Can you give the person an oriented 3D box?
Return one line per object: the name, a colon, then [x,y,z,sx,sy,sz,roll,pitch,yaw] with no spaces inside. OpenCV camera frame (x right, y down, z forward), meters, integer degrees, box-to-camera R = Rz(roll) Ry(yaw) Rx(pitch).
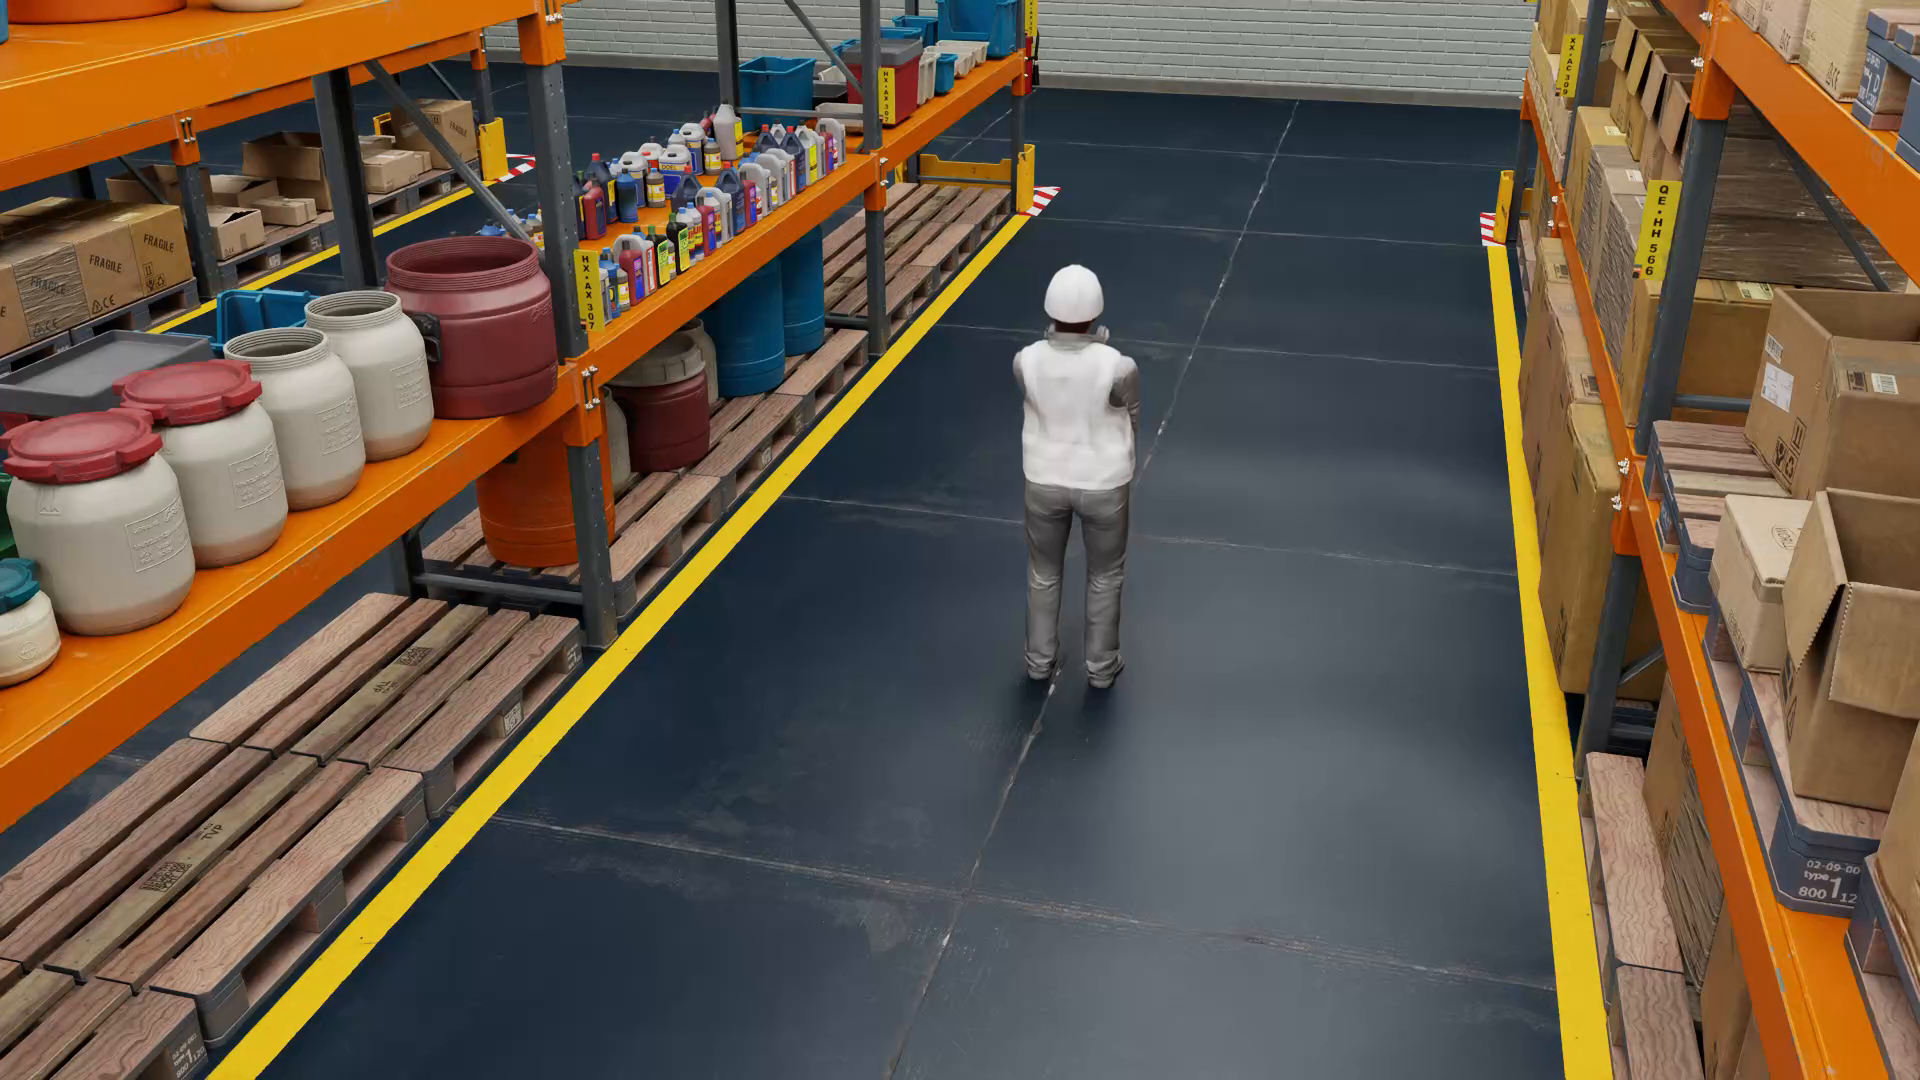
person: [0.473,-0.282,6.688,0.494,1.763,0.549,7,26,14]
